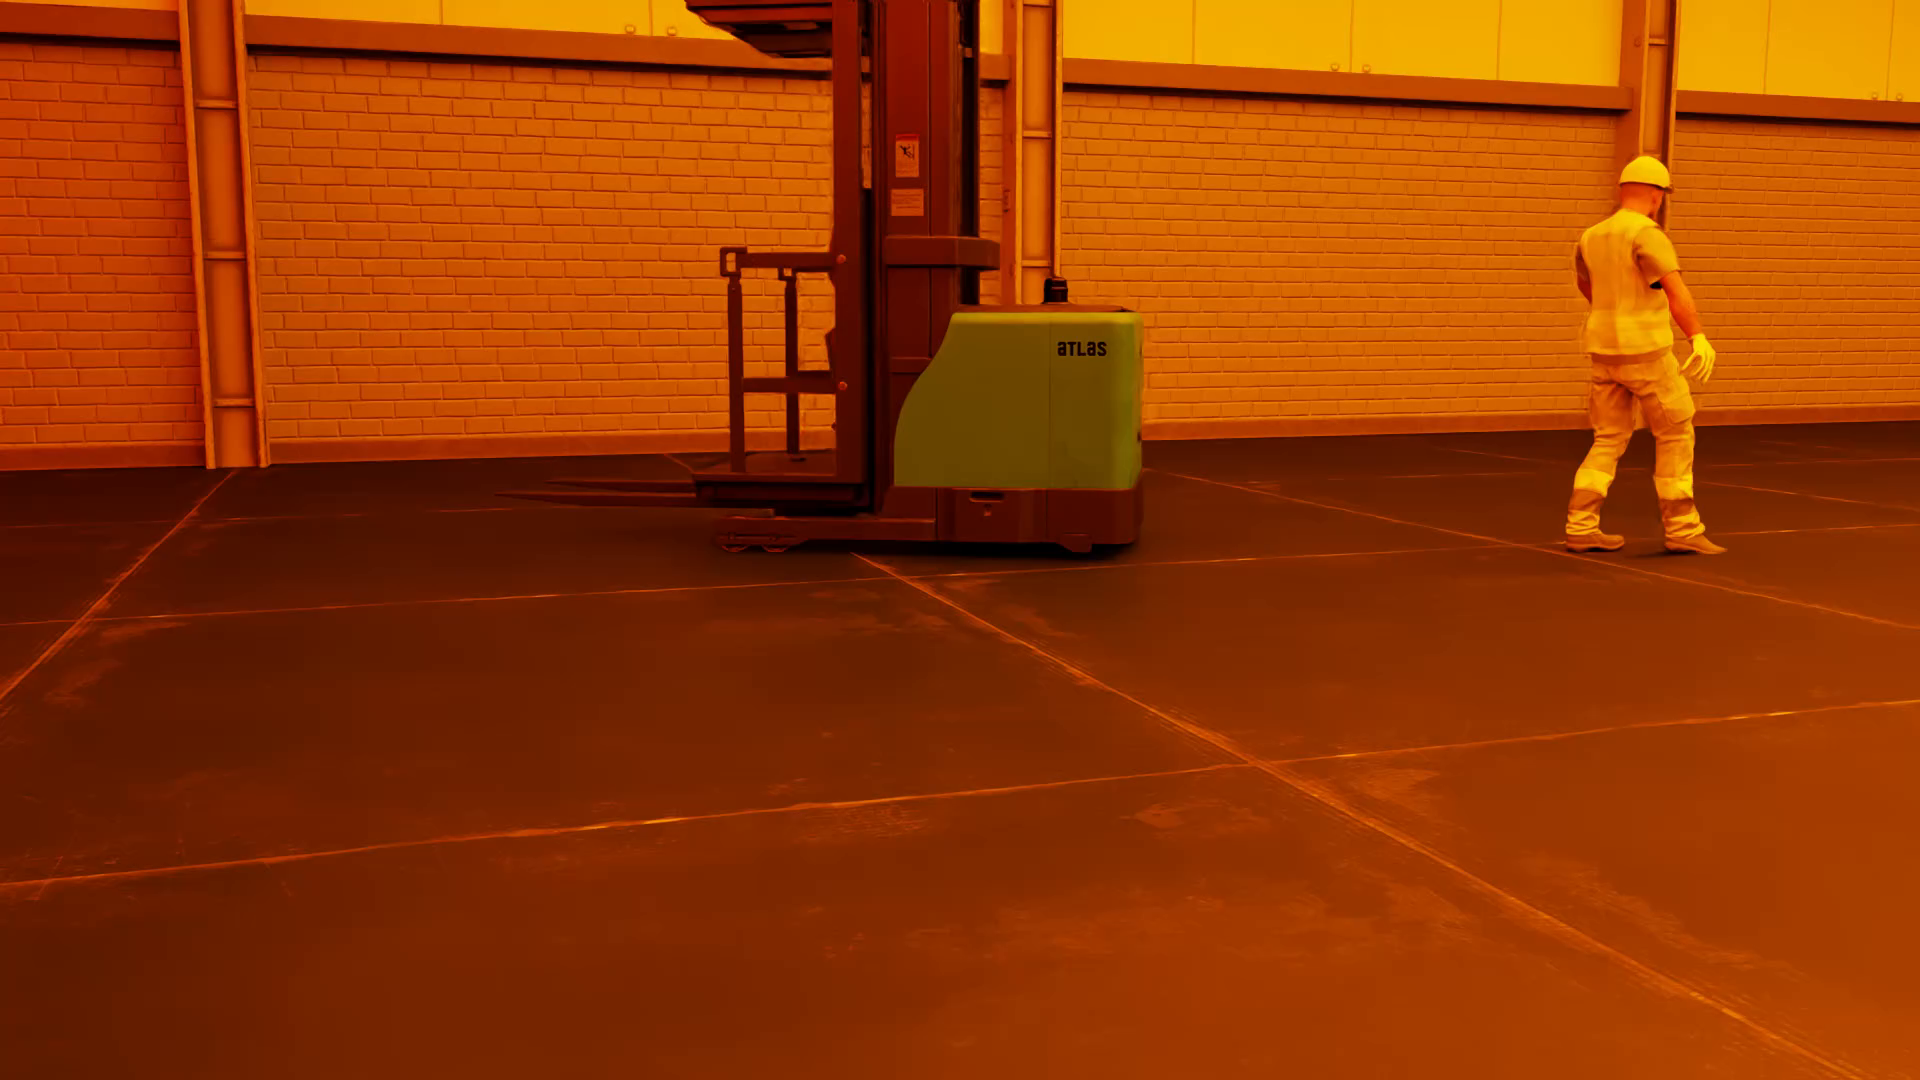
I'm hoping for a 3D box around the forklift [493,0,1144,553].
[{"bbox_3d":[-0.663,-1.461,7.788,3.031,2.935,1.130,1,8,9],"label":"forklift"}]

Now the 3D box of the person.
[{"bbox_3d":[3.112,-0.805,7.432,0.698,1.781,1.031,-2,8,-17],"label":"person"}]
